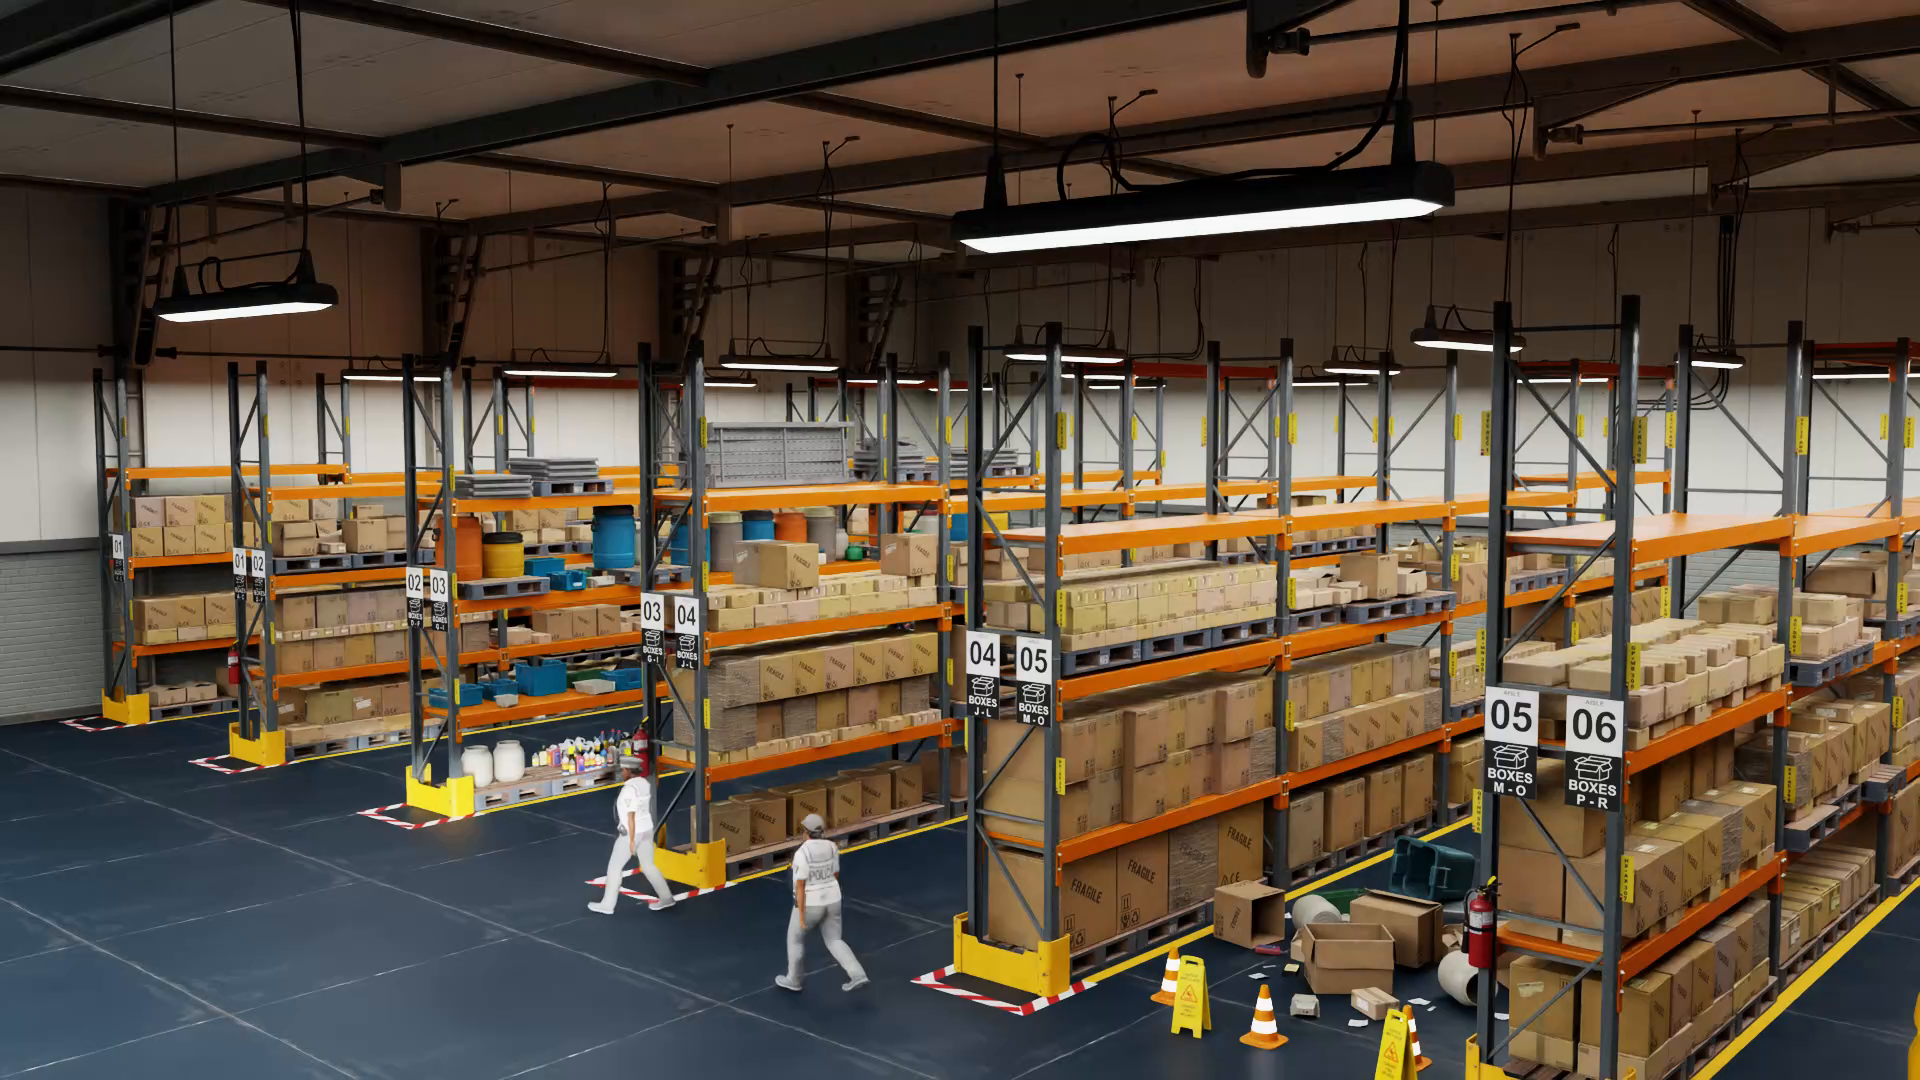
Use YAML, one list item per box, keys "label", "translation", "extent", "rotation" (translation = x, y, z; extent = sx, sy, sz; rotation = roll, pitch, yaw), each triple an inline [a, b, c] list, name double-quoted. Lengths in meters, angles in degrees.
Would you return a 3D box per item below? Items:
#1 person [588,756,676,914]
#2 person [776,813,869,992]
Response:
- label: "person"
  translation: [-3.433, 3.076, 17.377]
  extent: [0.821, 1.627, 0.513]
  rotation: [2, 5, 24]
- label: "person"
  translation: [-1.260, 3.253, 14.829]
  extent: [0.962, 1.620, 0.480]
  rotation: [4, 6, 42]
